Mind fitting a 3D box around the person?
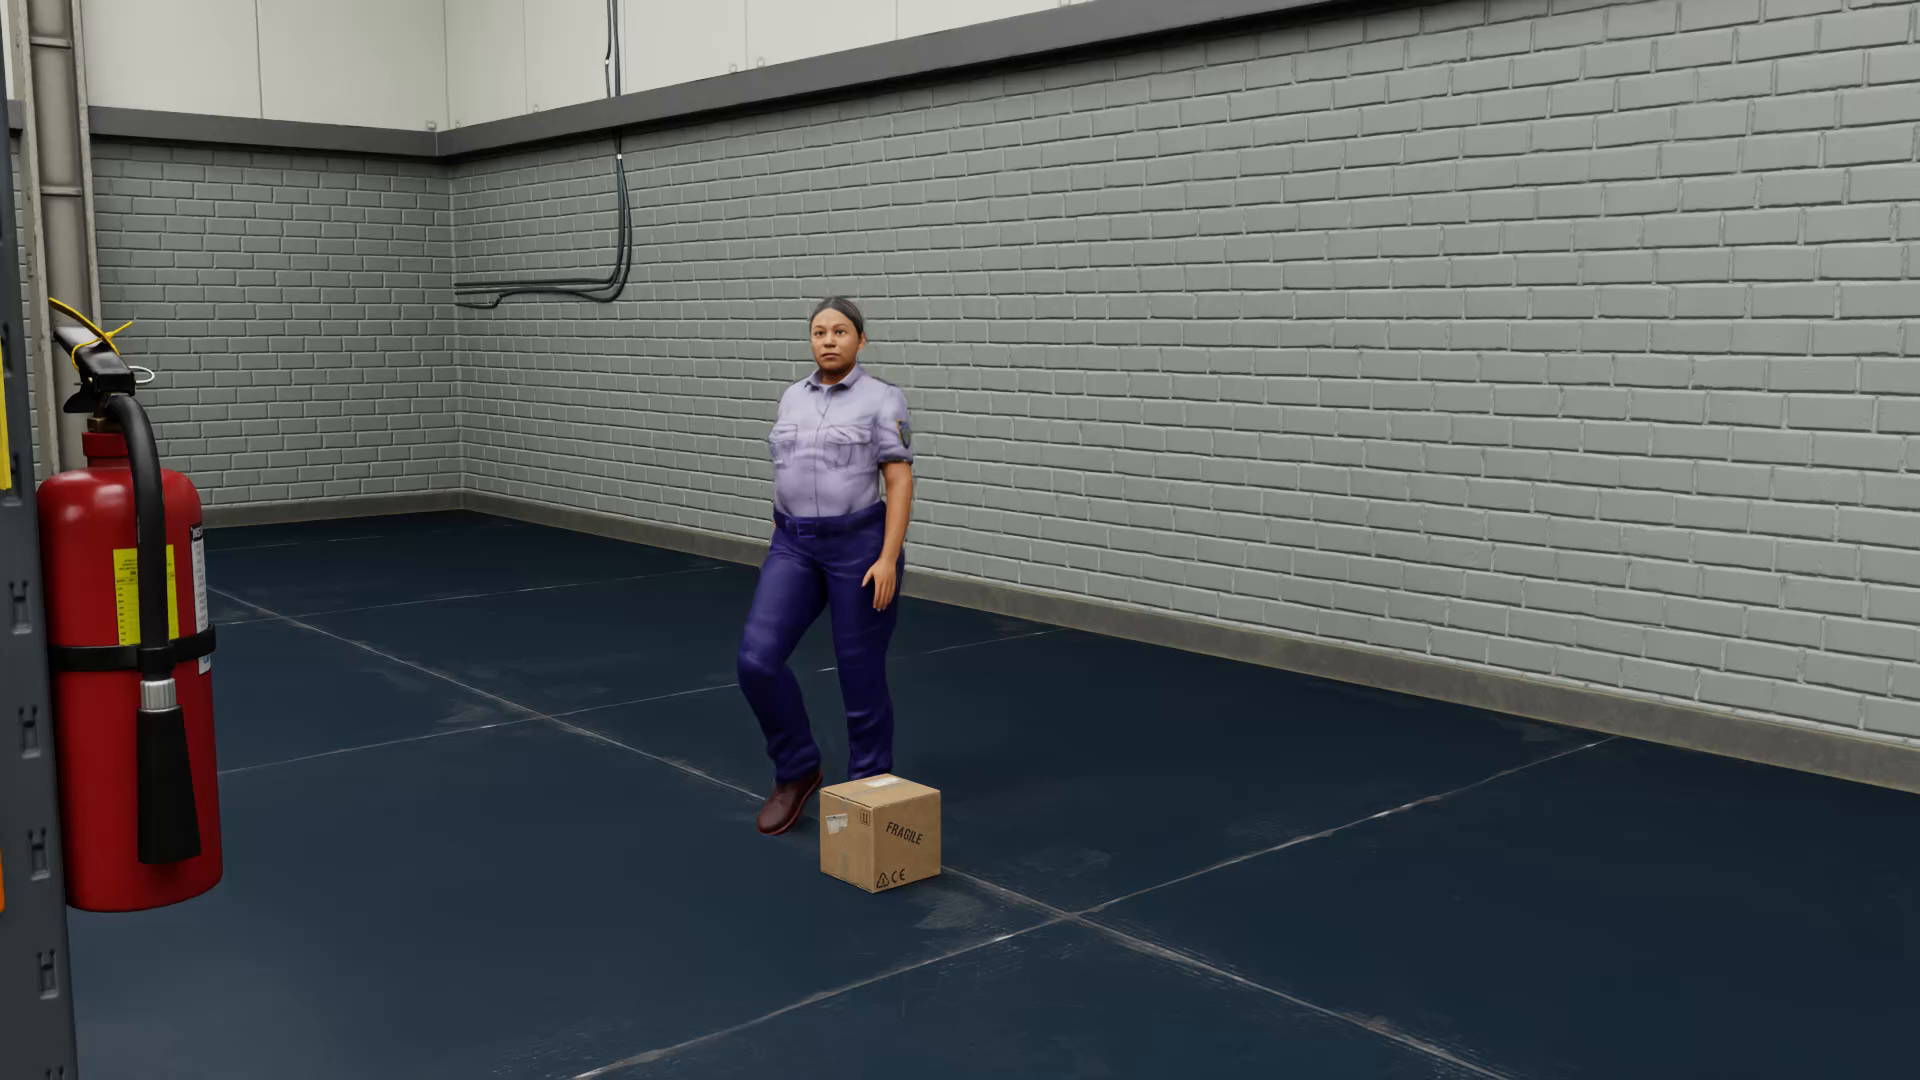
[{"bbox_3d":[-0.411,0.088,5.155,0.523,1.673,0.457,3,8,22],"label":"person"}]
